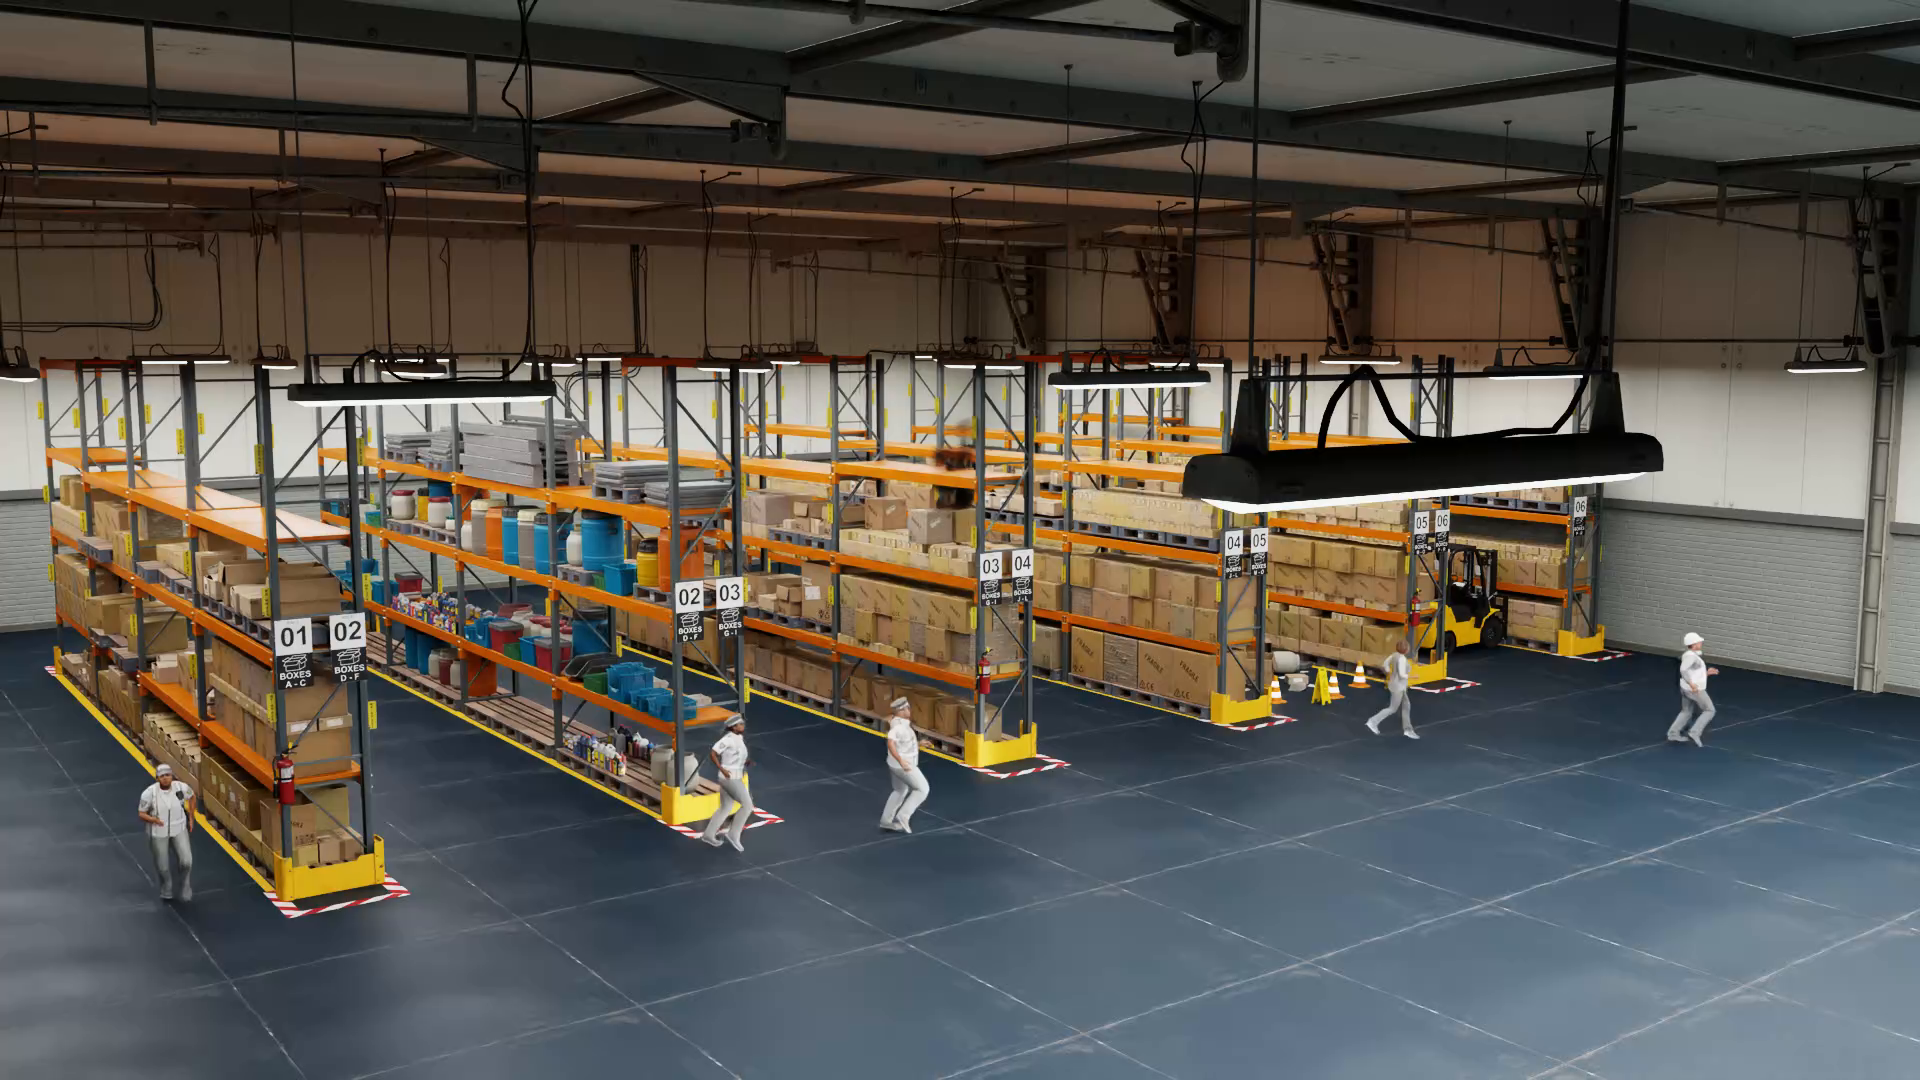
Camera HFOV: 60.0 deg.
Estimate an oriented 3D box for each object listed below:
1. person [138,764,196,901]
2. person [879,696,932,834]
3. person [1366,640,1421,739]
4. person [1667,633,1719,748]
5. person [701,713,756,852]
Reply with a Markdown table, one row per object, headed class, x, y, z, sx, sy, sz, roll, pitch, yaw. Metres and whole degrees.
| class | x | y | z | sx | sy | sz | roll | pitch | yaw |
| --- | --- | --- | --- | --- | --- | --- | --- | --- | --- |
| person | -8.874 | 3.285 | 18.672 | 0.608 | 1.610 | 0.731 | -4 | 8 | -30 |
| person | -0.692 | 2.895 | 21.417 | 0.688 | 1.784 | 0.636 | -2 | 7 | -16 |
| person | 6.904 | 2.428 | 26.425 | 0.862 | 1.511 | 0.521 | 1 | 7 | 5 |
| person | 11.470 | 2.344 | 25.970 | 0.713 | 1.792 | 0.599 | 1 | 7 | 8 |
| person | -2.896 | 3.013 | 20.833 | 0.686 | 1.702 | 0.598 | 0 | 7 | 0 |
